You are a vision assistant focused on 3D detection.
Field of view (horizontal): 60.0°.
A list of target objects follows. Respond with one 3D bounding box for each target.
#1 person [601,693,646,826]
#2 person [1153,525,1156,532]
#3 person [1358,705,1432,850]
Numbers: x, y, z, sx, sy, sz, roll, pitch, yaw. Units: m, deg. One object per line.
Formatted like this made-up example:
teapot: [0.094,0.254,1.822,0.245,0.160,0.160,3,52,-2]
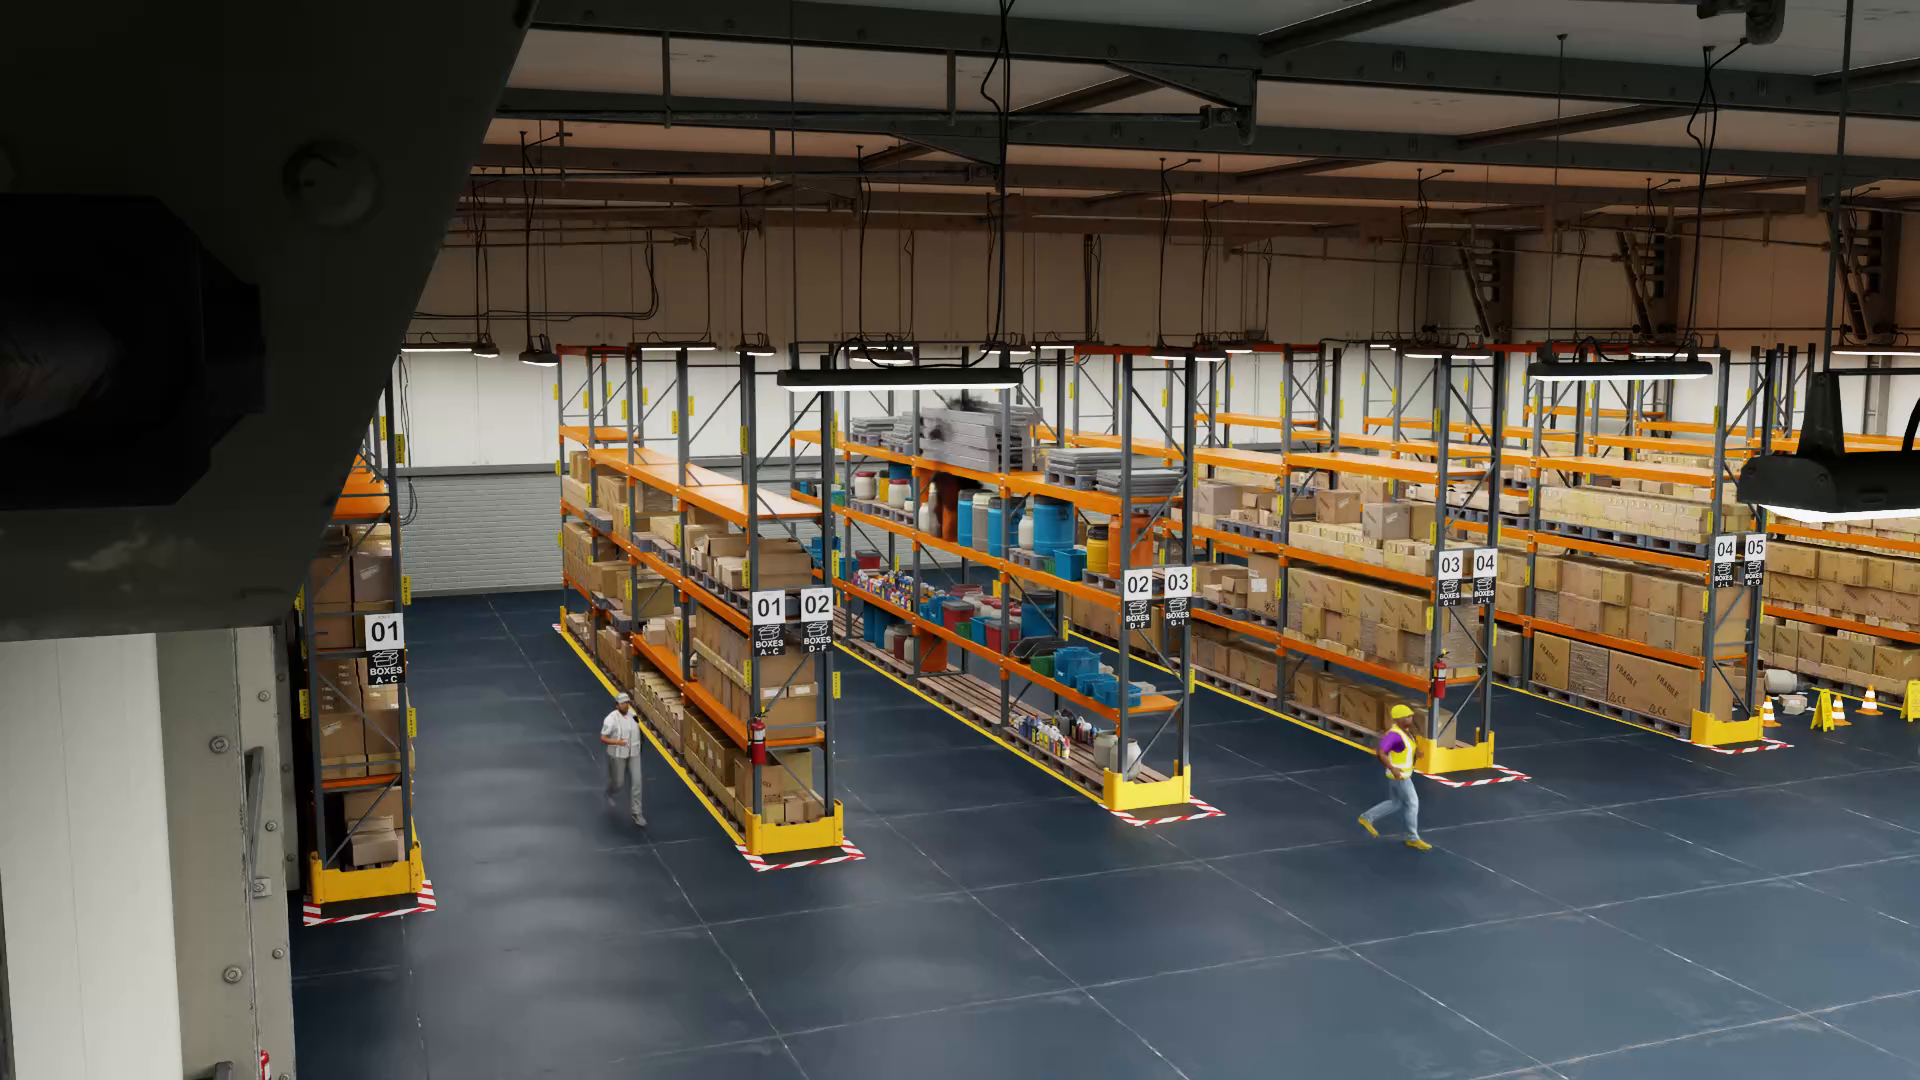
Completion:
person: [-4.338,2.784,21.448,0.609,1.667,0.921,-5,9,-35]
person: [4.469,0.485,39.421,0.743,1.692,0.592,1,7,8]
person: [5.350,2.879,20.381,0.895,1.774,0.686,2,8,16]
